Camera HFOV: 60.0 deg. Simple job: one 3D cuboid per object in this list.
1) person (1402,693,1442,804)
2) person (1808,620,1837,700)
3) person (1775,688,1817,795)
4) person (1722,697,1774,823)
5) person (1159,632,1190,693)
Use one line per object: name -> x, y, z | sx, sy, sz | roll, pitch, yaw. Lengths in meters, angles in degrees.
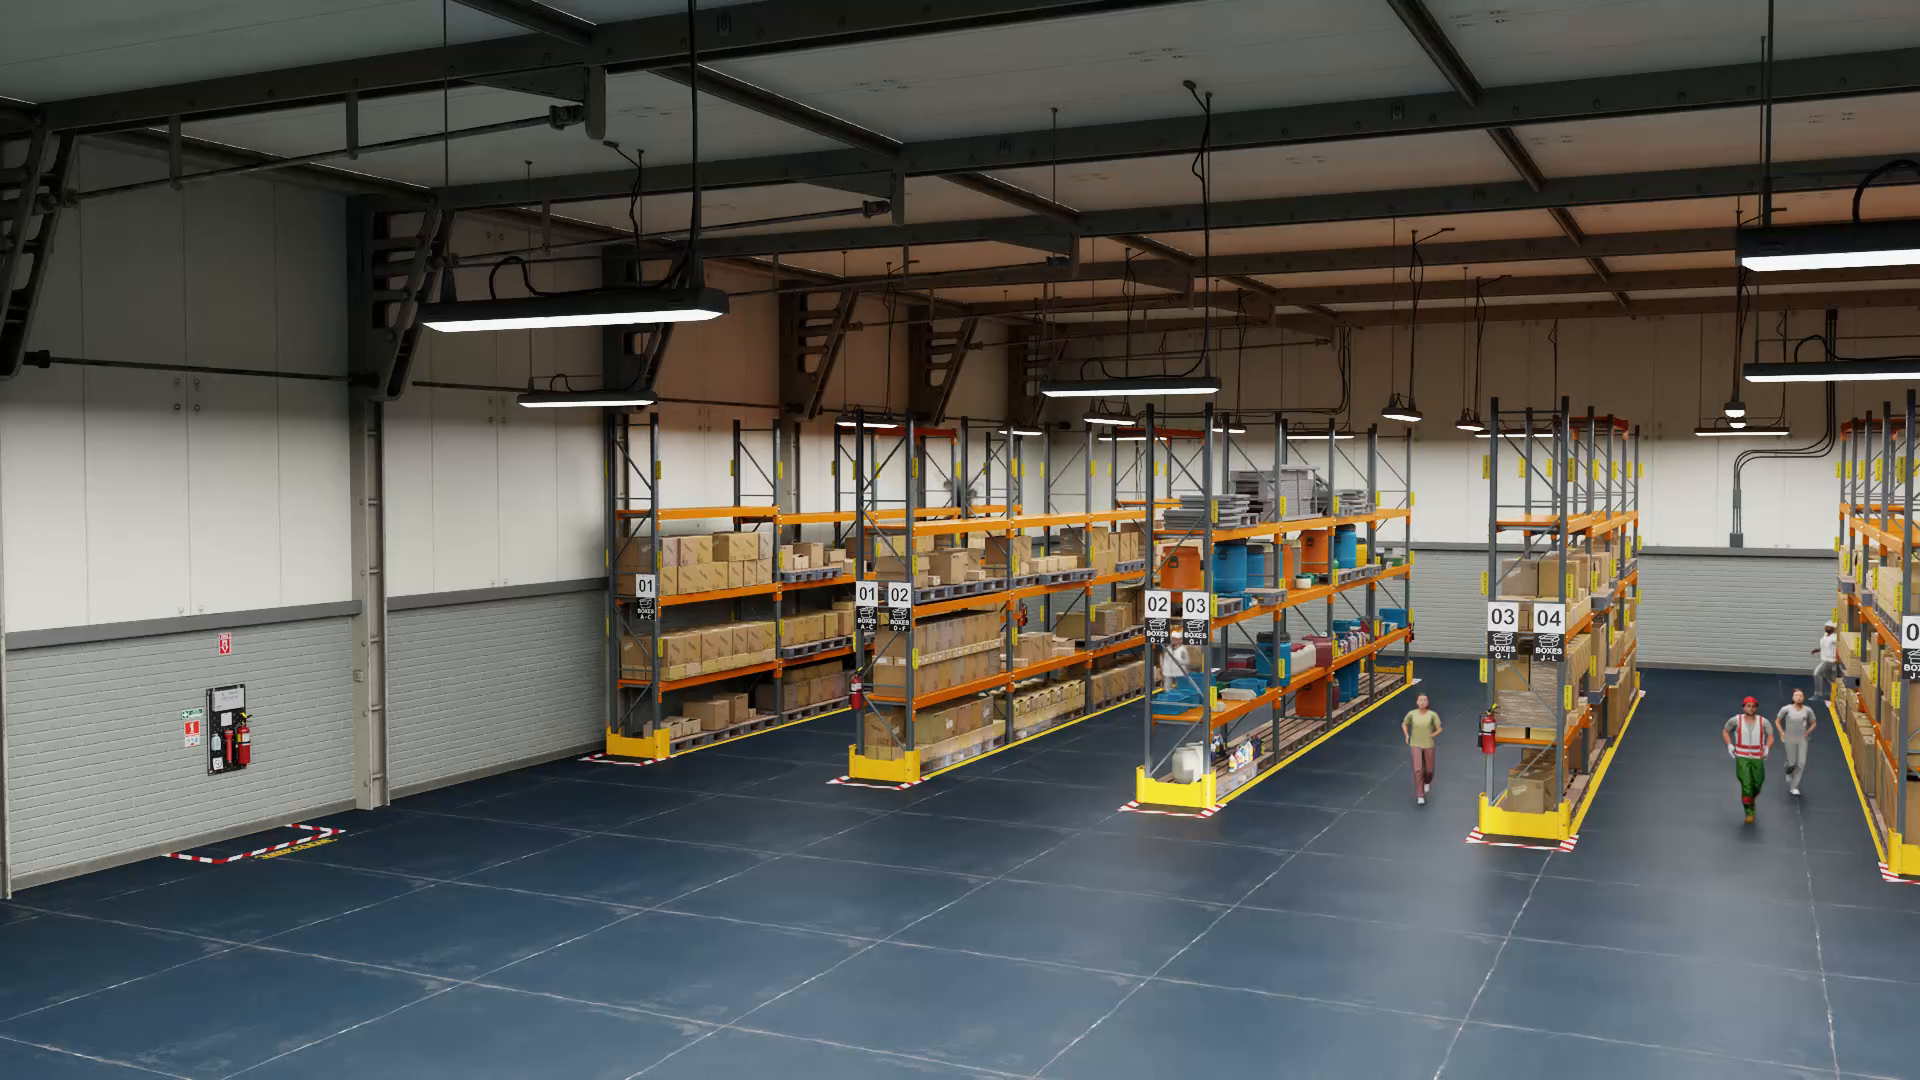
person -> 6.974, 3.138, 25.120 | 0.589, 1.605, 0.802 | 1, 2, 14
person -> 18.854, 2.626, 36.071 | 0.727, 1.801, 0.761 | 0, 2, 8
person -> 12.944, 3.105, 25.741 | 0.580, 1.624, 0.597 | 1, 2, 16
person -> 11.305, 3.121, 23.848 | 0.672, 1.771, 0.755 | 1, 3, 17
person -> 4.250, 2.701, 33.029 | 0.652, 1.767, 0.960 | 1, 3, 20
